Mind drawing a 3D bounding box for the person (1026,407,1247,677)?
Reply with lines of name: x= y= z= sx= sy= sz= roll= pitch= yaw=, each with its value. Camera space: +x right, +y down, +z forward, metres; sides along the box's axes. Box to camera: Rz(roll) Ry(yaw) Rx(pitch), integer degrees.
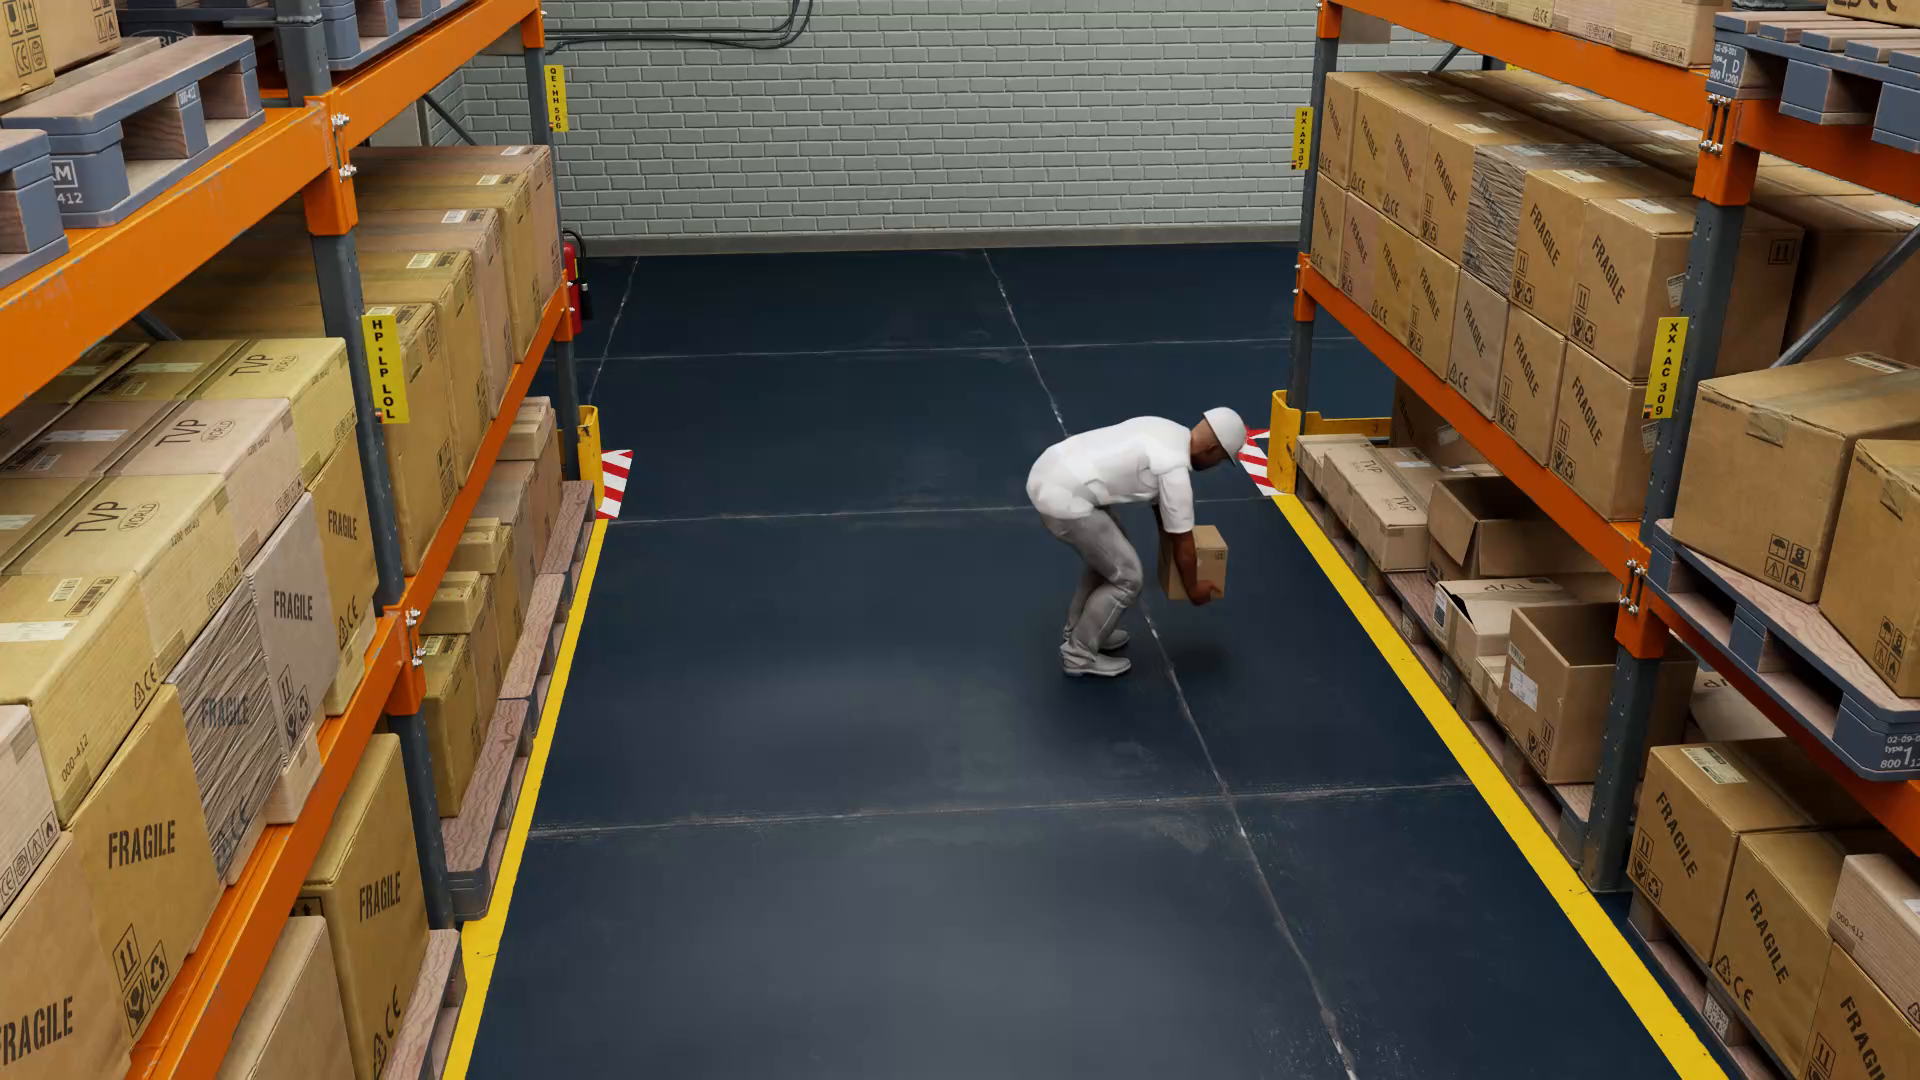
person: x=0.771 y=-0.013 z=7.349 sx=0.957 sy=1.164 sz=0.507 roll=-3 pitch=24 yaw=-8
